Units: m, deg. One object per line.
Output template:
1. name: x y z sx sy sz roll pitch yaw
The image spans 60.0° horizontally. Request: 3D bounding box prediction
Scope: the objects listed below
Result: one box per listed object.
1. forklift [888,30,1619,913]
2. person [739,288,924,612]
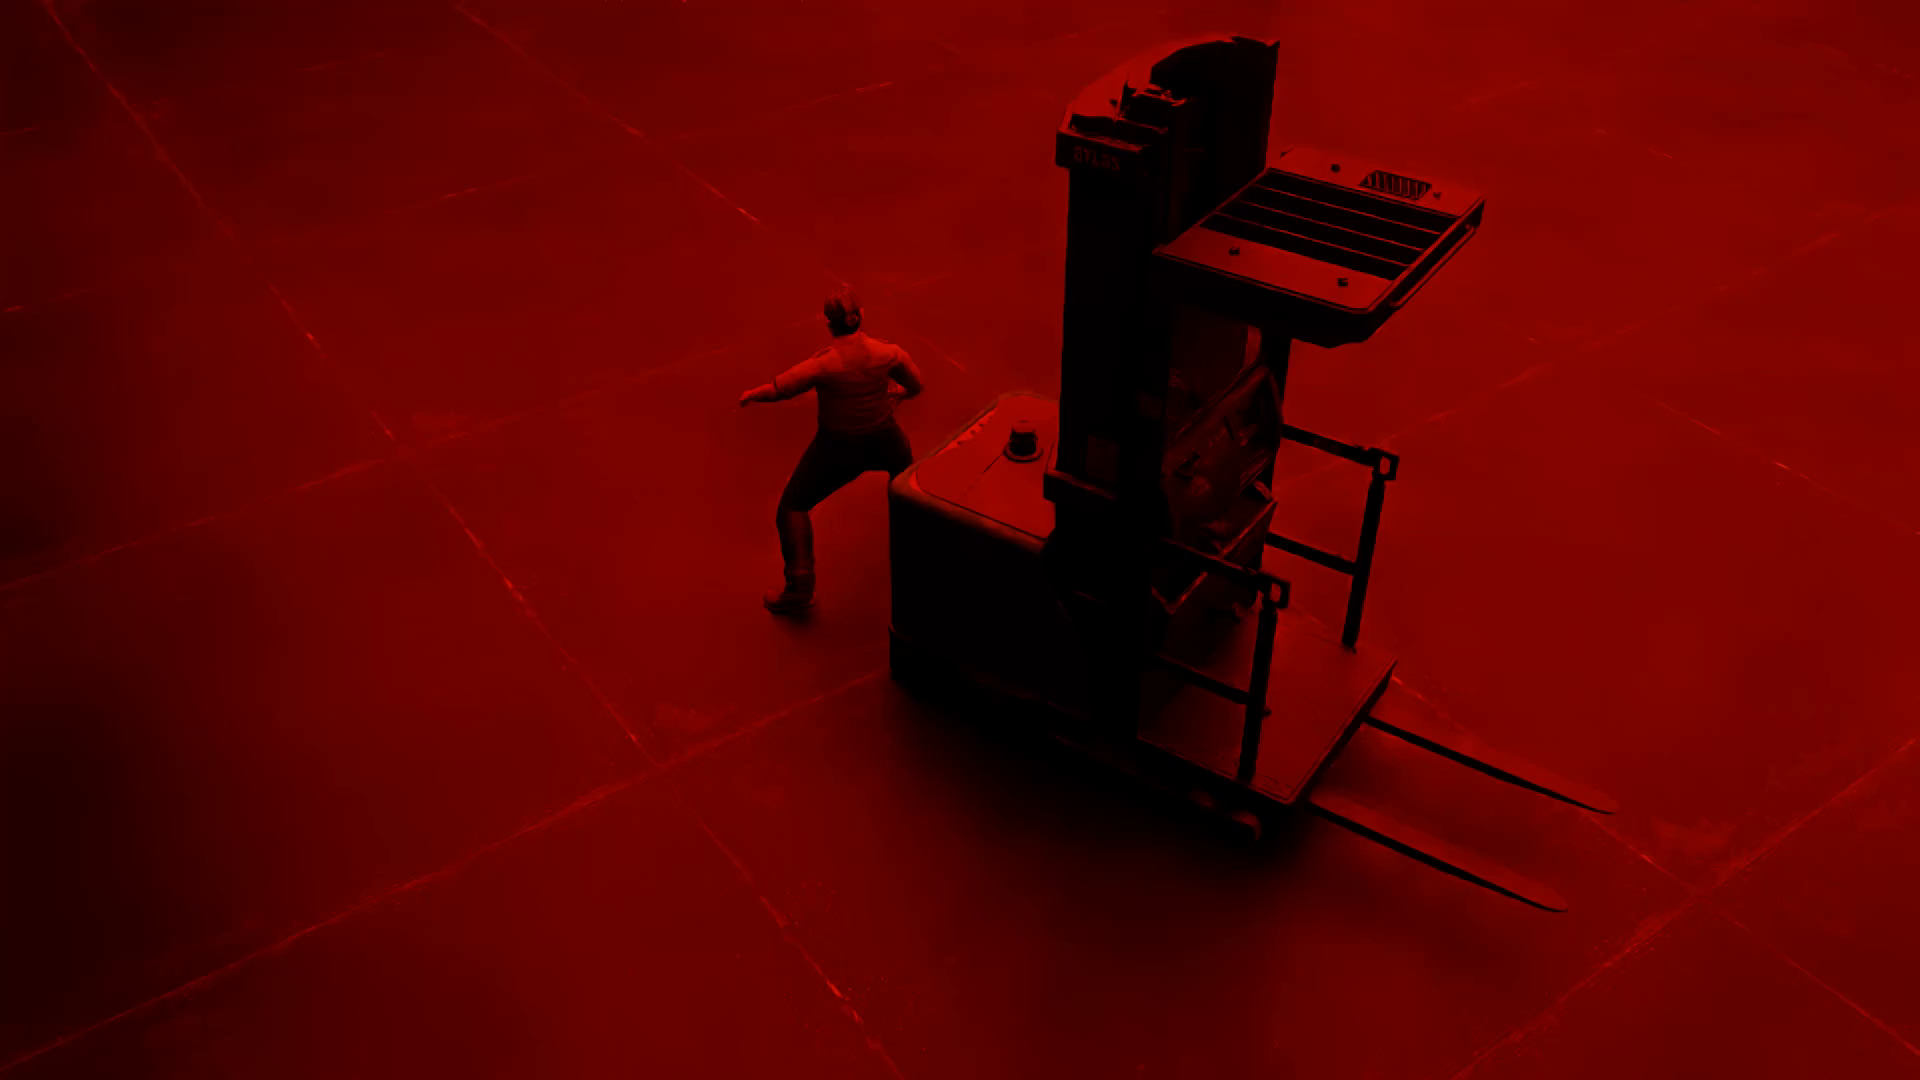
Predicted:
1. forklift: 1.187 -0.291 6.338 3.031 2.935 1.130 22 42 27
2. person: -0.581 -0.553 7.923 0.998 1.490 0.996 -12 38 -16
